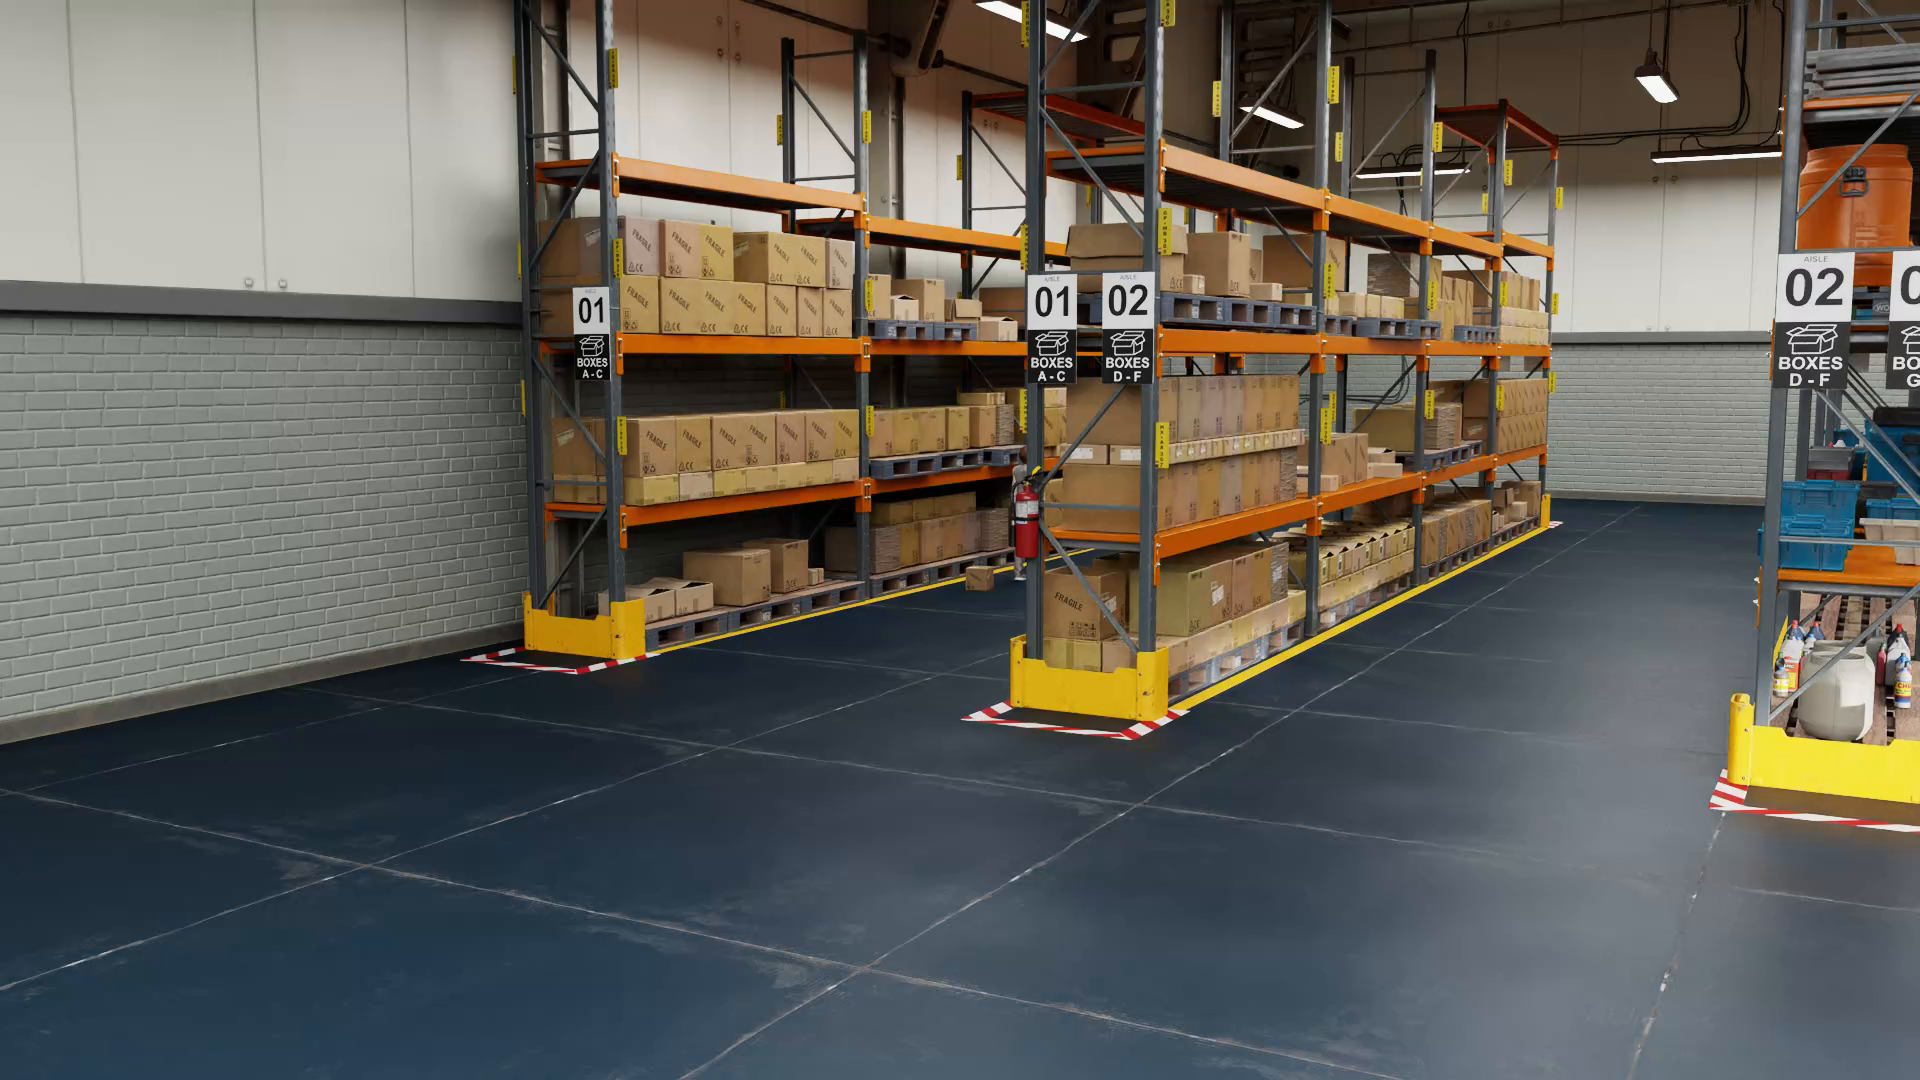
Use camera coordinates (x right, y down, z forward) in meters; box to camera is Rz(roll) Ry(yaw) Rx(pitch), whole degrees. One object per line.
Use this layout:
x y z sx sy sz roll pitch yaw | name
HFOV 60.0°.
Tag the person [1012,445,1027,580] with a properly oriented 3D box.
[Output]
0.804 -0.317 19.468 0.408 1.604 0.312 3 7 27 | person
